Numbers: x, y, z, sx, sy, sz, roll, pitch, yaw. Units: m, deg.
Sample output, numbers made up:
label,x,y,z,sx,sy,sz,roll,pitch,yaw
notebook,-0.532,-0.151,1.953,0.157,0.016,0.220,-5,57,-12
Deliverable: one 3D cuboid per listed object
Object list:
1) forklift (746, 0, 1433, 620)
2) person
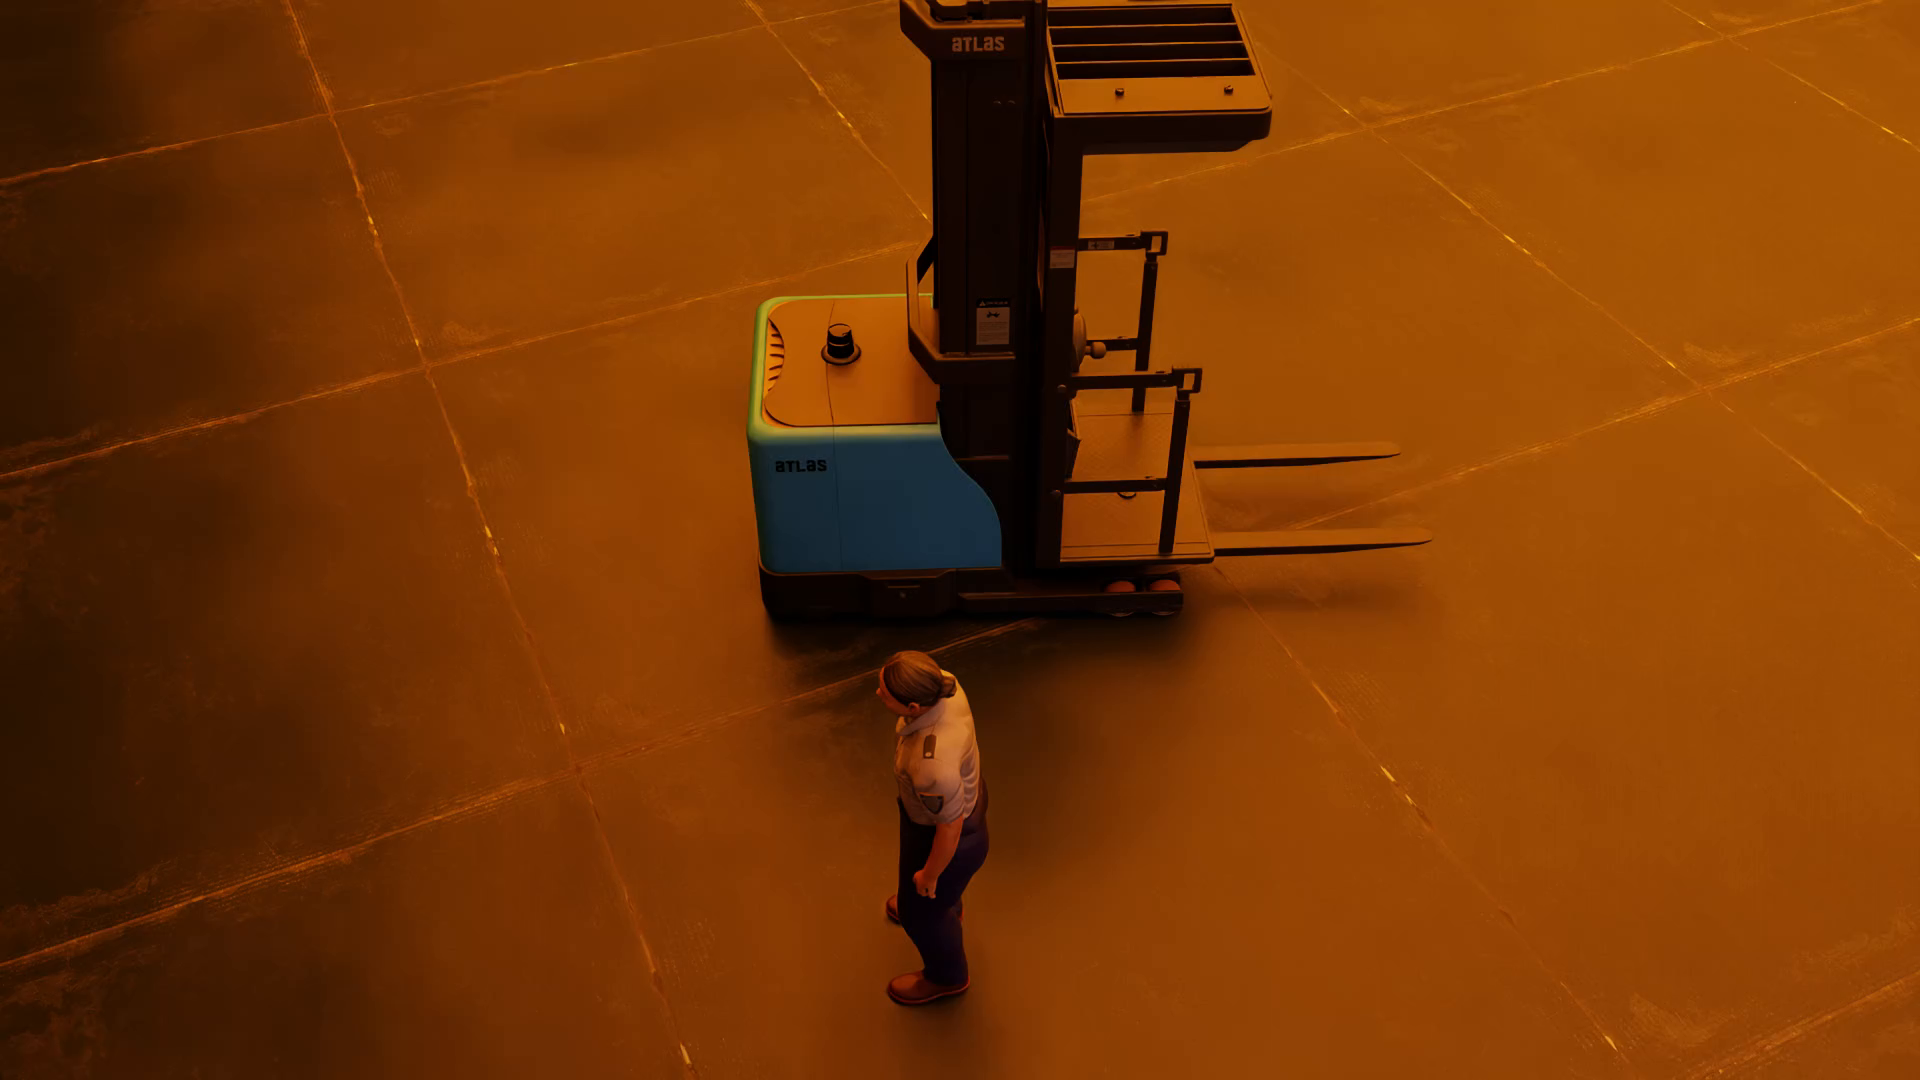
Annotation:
label,x,y,z,sx,sy,sz,roll,pitch,yaw
forklift,0.610,-1.090,6.848,3.031,2.935,1.130,-2,43,-2
person,-0.092,0.945,5.609,0.380,1.650,0.538,0,43,0
